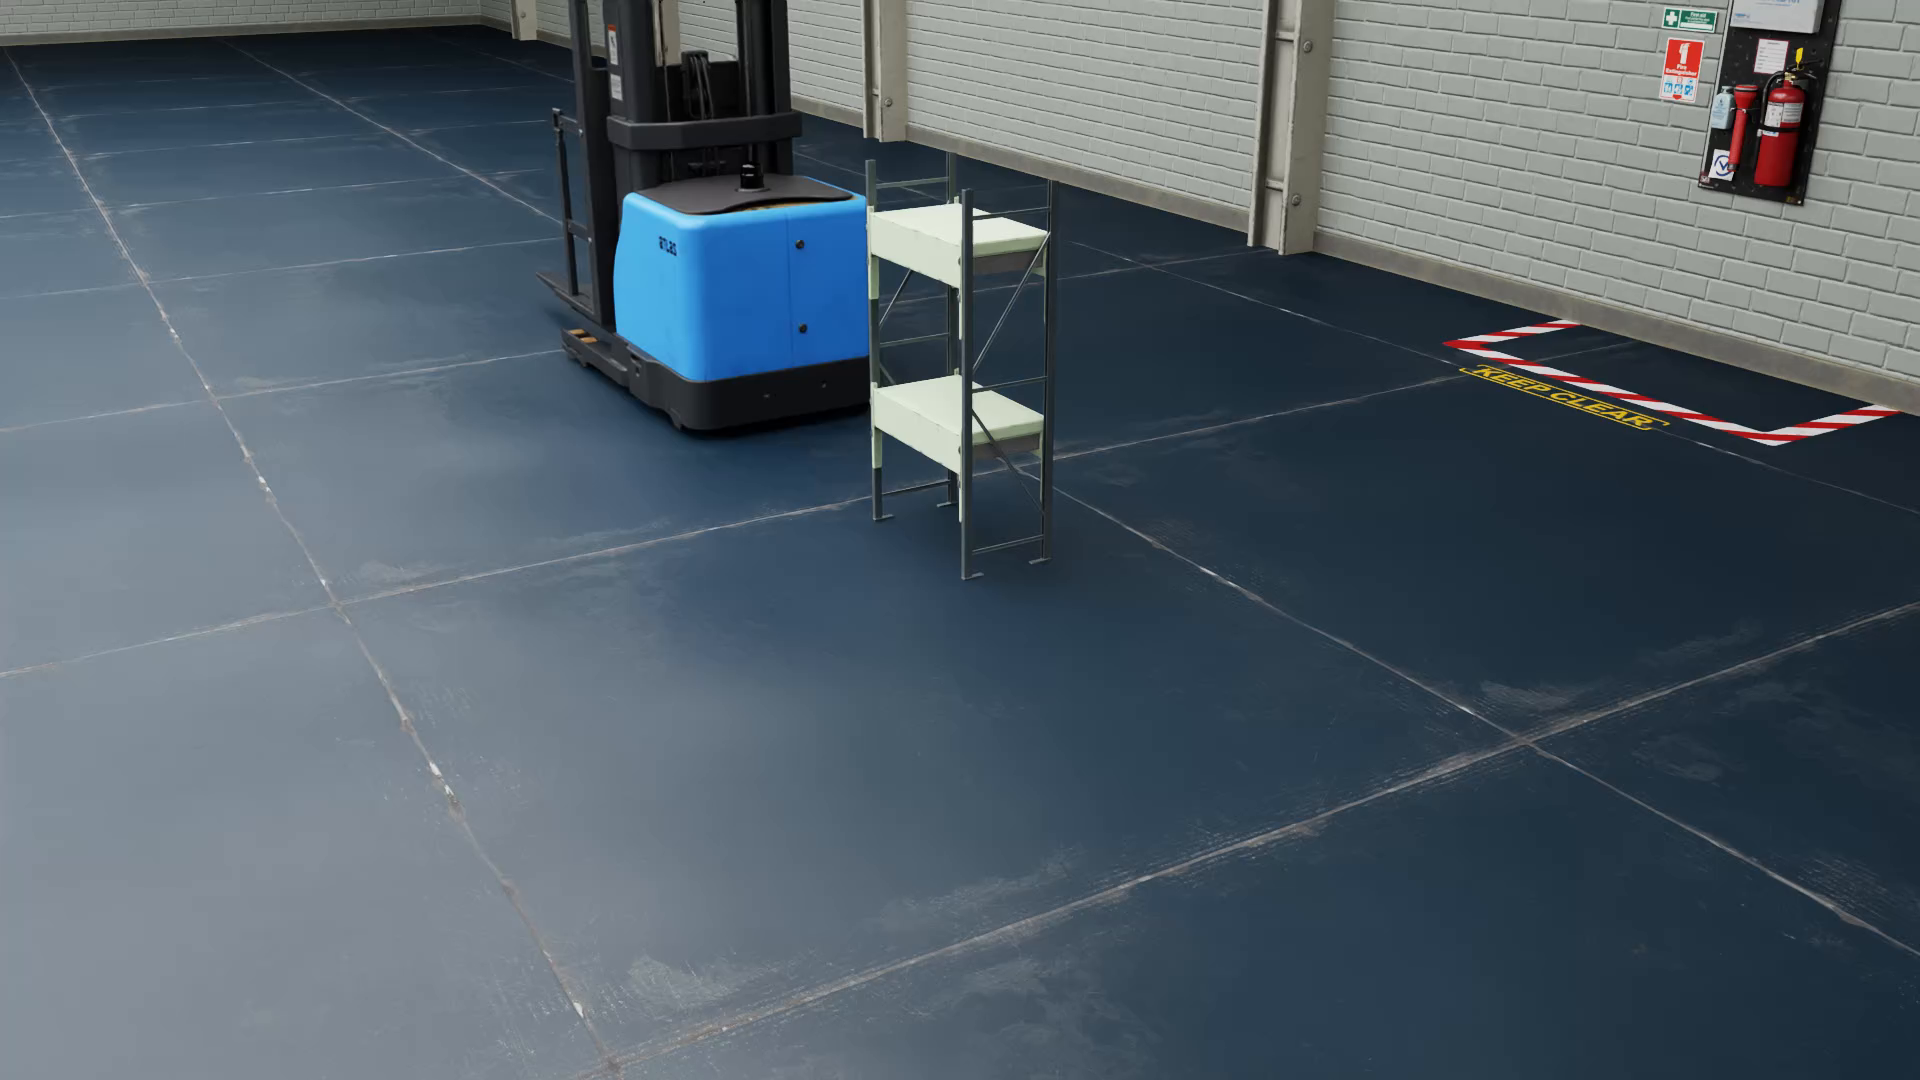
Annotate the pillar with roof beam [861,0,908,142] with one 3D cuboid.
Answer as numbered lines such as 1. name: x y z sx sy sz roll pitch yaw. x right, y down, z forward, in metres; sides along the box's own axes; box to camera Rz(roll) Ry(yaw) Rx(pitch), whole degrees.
1. pillar with roof beam: -4.448 -7.393 13.049 9.100 9.000 0.400 -13 25 -28

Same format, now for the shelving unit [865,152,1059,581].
1. shelving unit: -0.003 -0.697 6.534 0.431 1.500 0.755 -13 25 -28

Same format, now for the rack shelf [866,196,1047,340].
1. rack shelf: -0.003 -1.058 6.387 0.431 0.370 0.720 -13 25 -28

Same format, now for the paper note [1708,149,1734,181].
1. paper note: 4.122 -2.027 8.984 0.016 0.148 0.142 -13 25 -28

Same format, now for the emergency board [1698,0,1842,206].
1. emergency board: 4.153 -2.364 8.645 0.194 1.169 0.643 -13 25 -28

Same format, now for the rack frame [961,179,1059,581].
1. rack frame: 0.184 -0.578 6.243 0.400 1.500 0.023 -13 25 -28

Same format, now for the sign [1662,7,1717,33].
1. sign: 3.954 -2.822 9.019 0.001 0.109 0.331 -13 25 -28

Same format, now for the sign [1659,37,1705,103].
1. sign: 3.960 -2.580 9.127 0.001 0.329 0.234 -13 25 -28

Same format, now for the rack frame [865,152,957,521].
1. rack frame: -0.190 -0.815 6.826 0.400 1.500 0.023 -13 25 -28

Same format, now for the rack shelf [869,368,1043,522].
1. rack shelf: -0.003 -0.395 6.657 0.431 0.370 0.720 -13 25 -28

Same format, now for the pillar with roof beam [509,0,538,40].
1. pillar with roof beam: -10.578 -11.277 22.606 9.100 9.000 0.400 -13 25 -28

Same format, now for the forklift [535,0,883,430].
1. forklift: -1.572 -2.388 8.794 1.130 2.935 3.031 -13 25 -28

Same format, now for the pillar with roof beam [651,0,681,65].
1. pillar with roof beam: -7.513 -9.335 17.827 9.100 9.000 0.400 -13 25 -28

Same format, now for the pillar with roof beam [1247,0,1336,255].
1. pillar with roof beam: -1.383 -5.450 8.270 9.100 9.000 0.400 -13 25 -28
